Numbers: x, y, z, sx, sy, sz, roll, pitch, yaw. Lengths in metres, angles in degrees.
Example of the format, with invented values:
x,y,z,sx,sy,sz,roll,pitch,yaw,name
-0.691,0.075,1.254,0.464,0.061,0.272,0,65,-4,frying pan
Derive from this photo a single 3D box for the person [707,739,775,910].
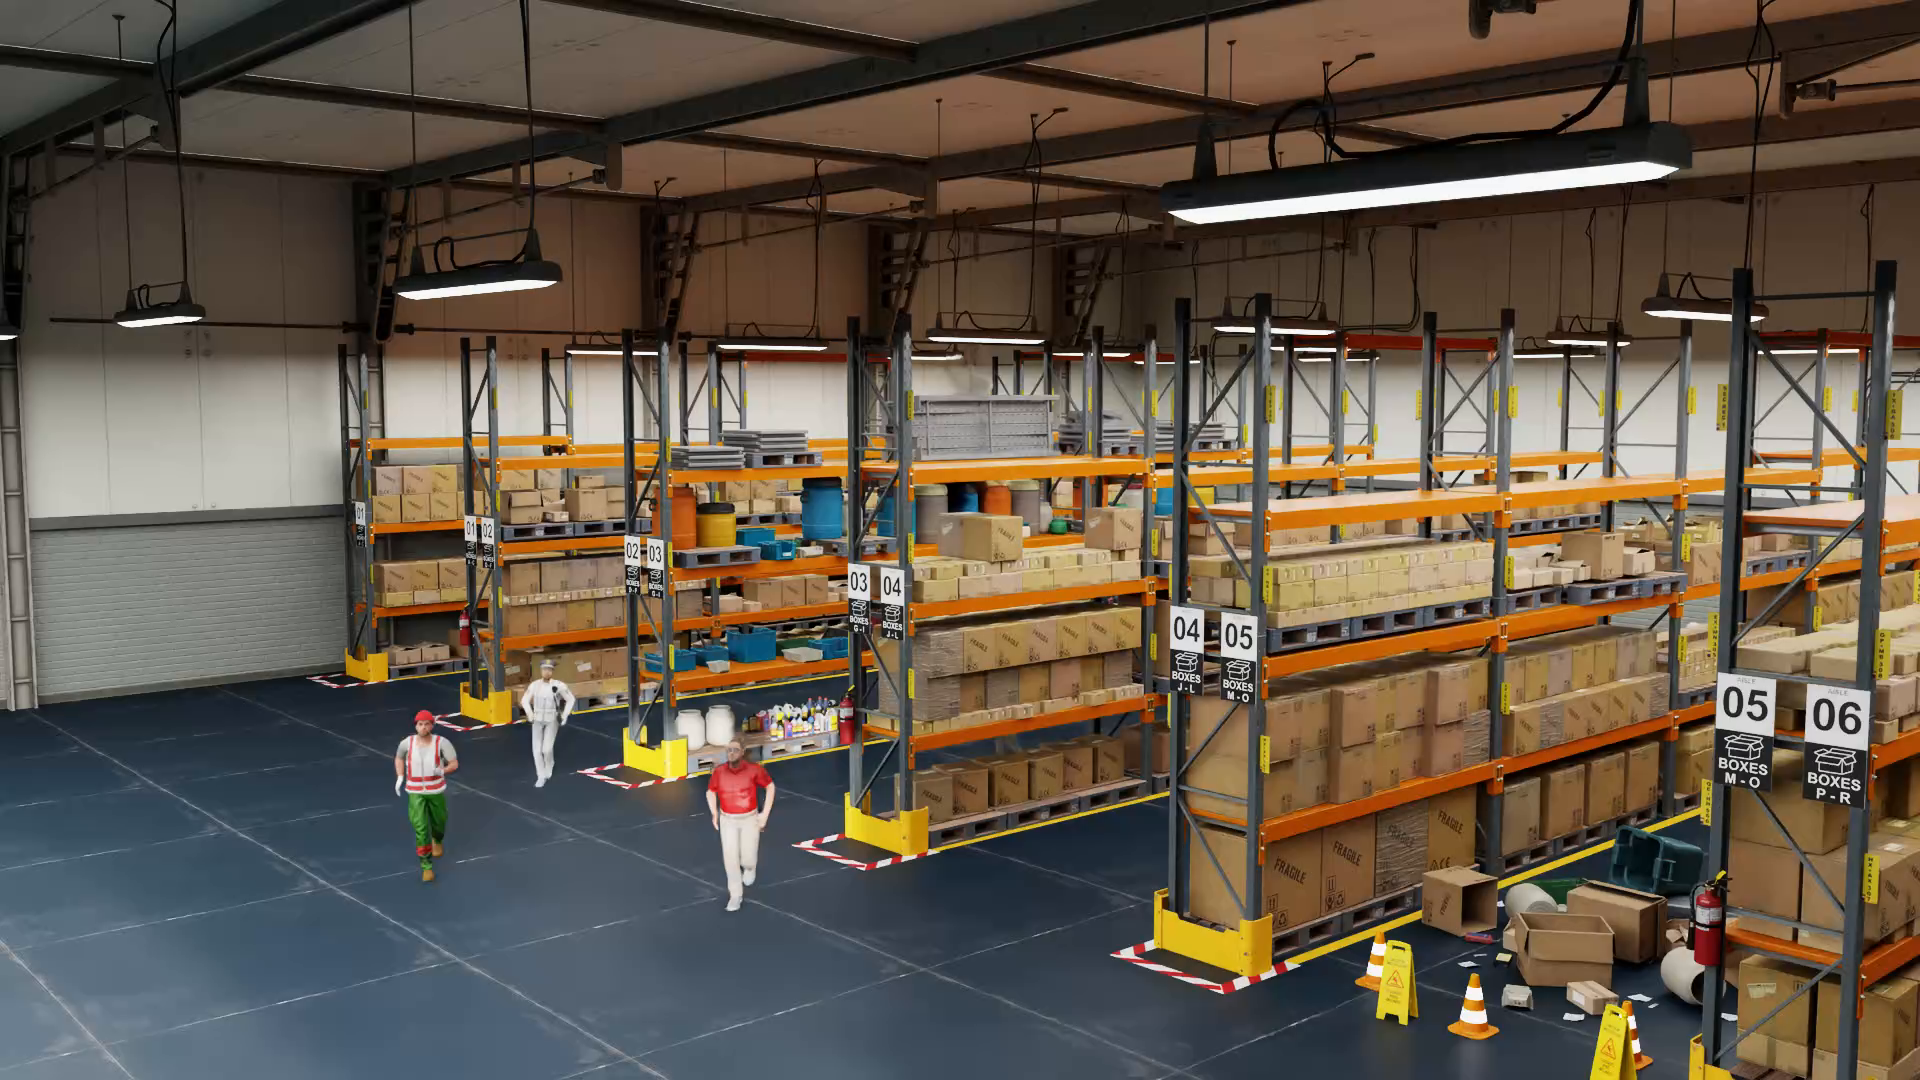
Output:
x,y,z,sx,sy,sz,roll,pitch,yaw,name
-2.205,2.830,16.737,0.686,1.702,0.666,0,5,4,person

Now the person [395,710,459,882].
x,y,z,sx,sy,sz,roll,pitch,yaw,name
-5.682,2.683,17.735,0.660,1.767,0.906,-1,5,-14,person

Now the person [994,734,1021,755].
x,y,z,sx,sy,sz,roll,pitch,yaw,name
0.607,2.286,22.618,0.824,1.736,0.590,-5,7,-44,person

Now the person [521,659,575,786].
x,y,z,sx,sy,sz,roll,pitch,yaw,name
-5.423,2.394,21.790,0.669,1.676,0.497,0,5,0,person

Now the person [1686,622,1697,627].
x,y,z,sx,sy,sz,roll,pitch,yaw,name
11.432,2.055,25.609,0.924,1.616,0.682,-4,6,-35,person
